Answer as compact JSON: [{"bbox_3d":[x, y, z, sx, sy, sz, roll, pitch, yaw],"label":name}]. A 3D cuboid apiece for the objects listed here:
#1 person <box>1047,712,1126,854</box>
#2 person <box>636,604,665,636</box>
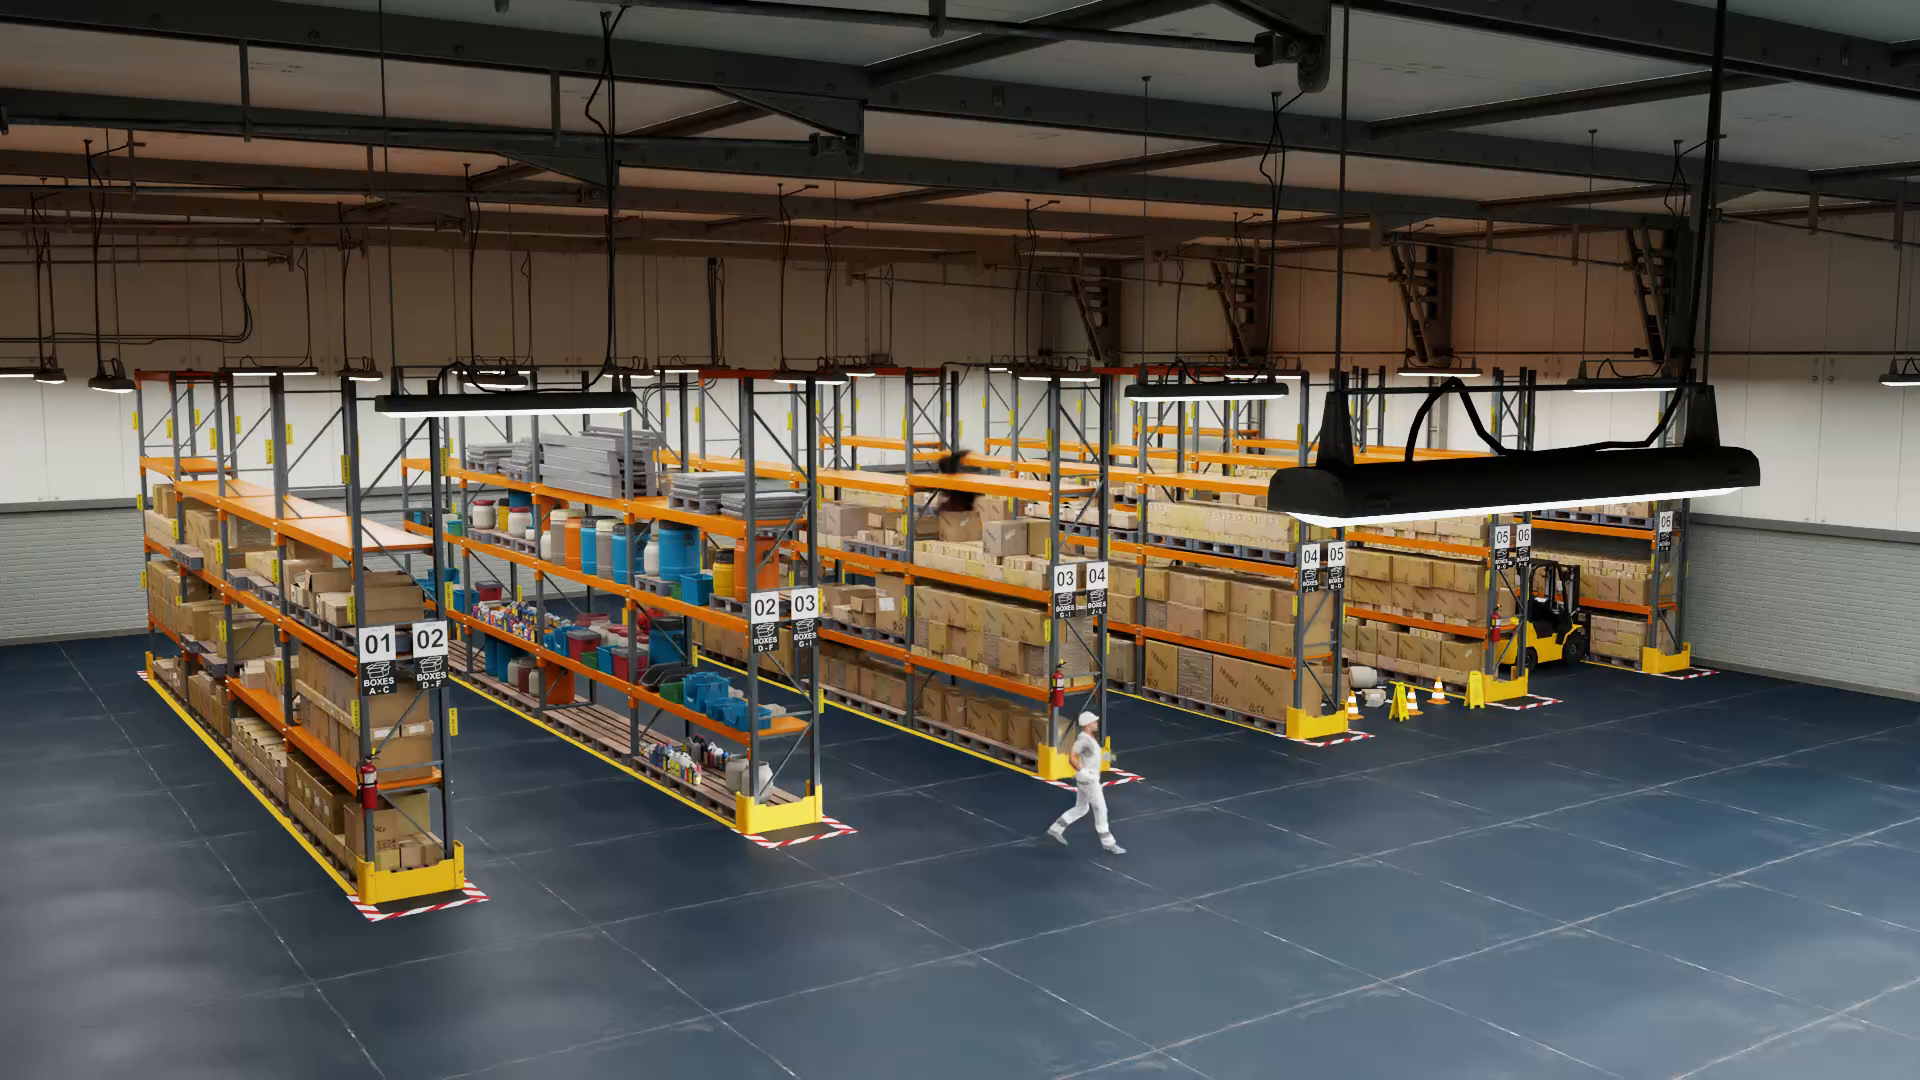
[{"bbox_3d":[1.603,3.057,21.013,0.990,1.801,0.652,0,6,0],"label":"person"},{"bbox_3d":[-5.802,1.940,31.621,0.597,1.673,0.665,6,9,43],"label":"person"}]
